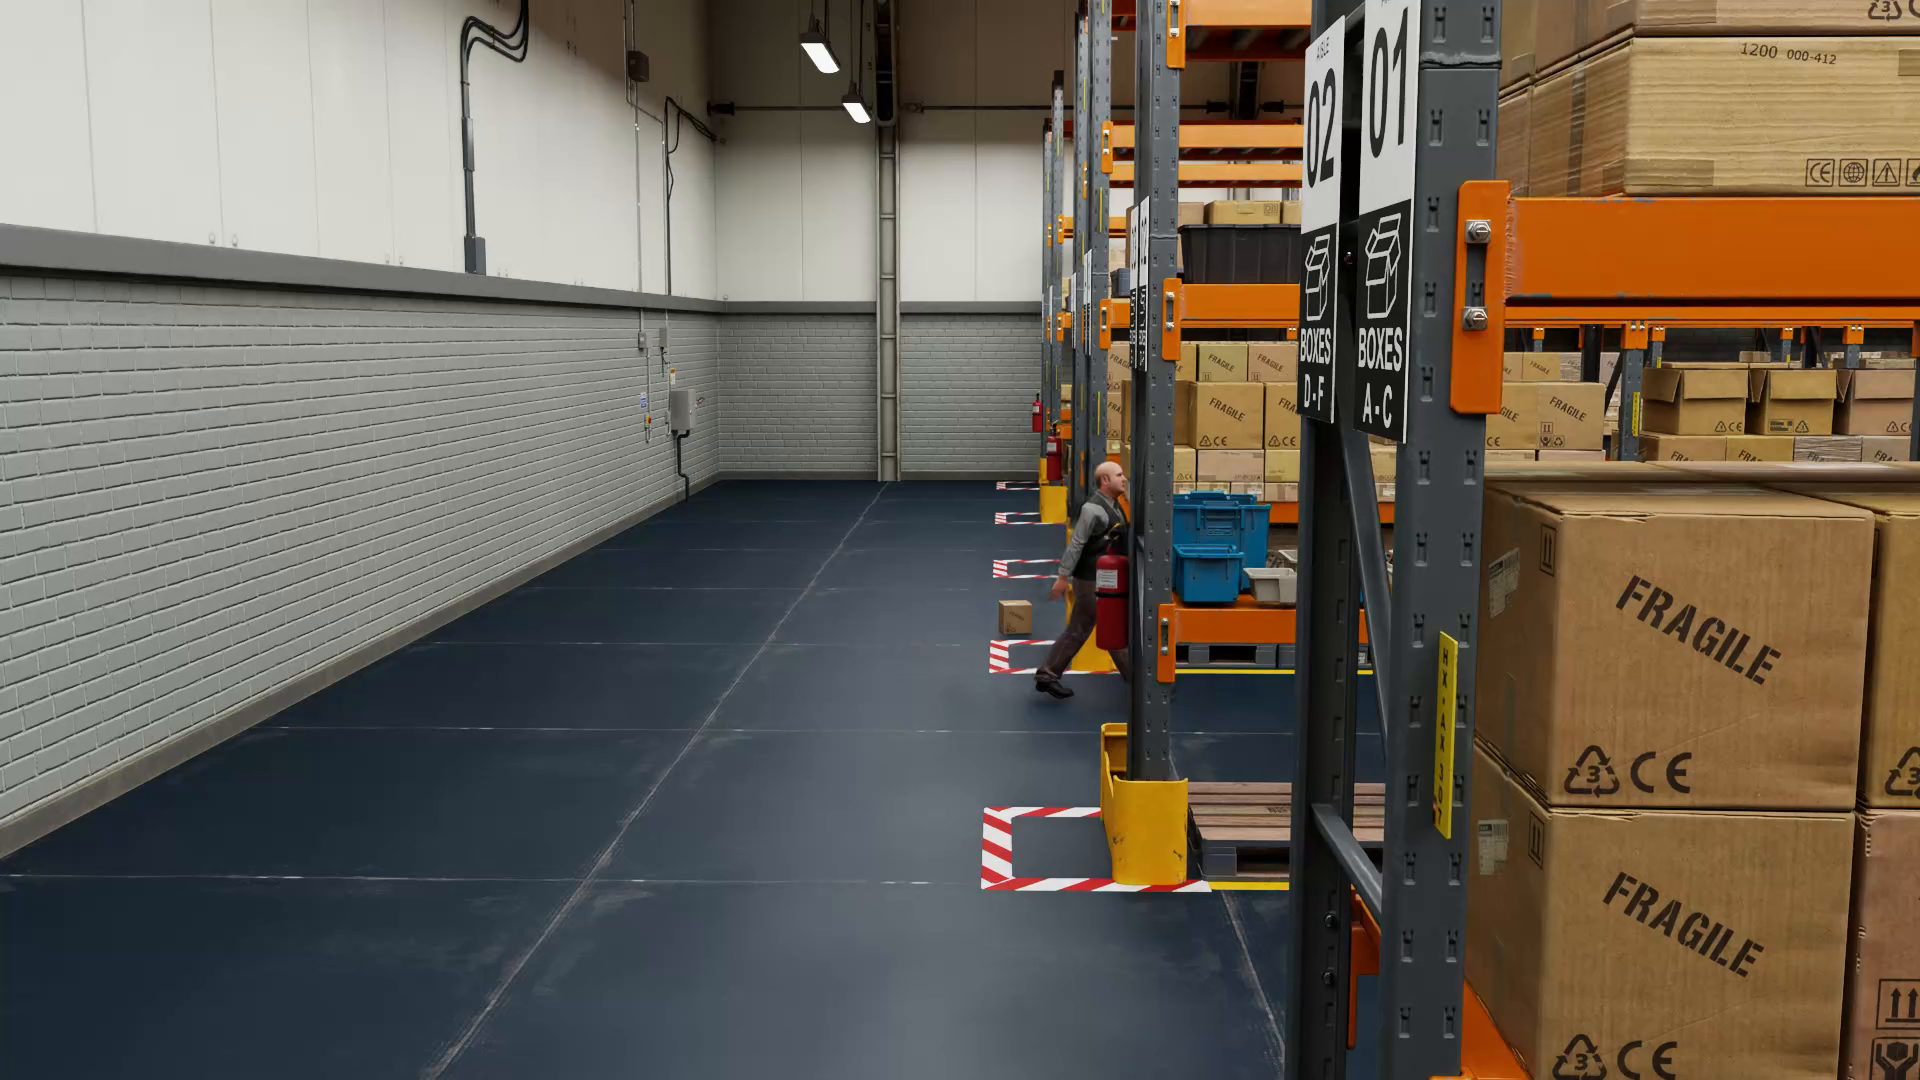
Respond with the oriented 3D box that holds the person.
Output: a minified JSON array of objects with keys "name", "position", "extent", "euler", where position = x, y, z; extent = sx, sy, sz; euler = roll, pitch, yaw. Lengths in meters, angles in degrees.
[{"name":"person","position":[1.018,0.291,11.540],"extent":[1.043,1.662,0.588],"euler":[3,8,19]}]
